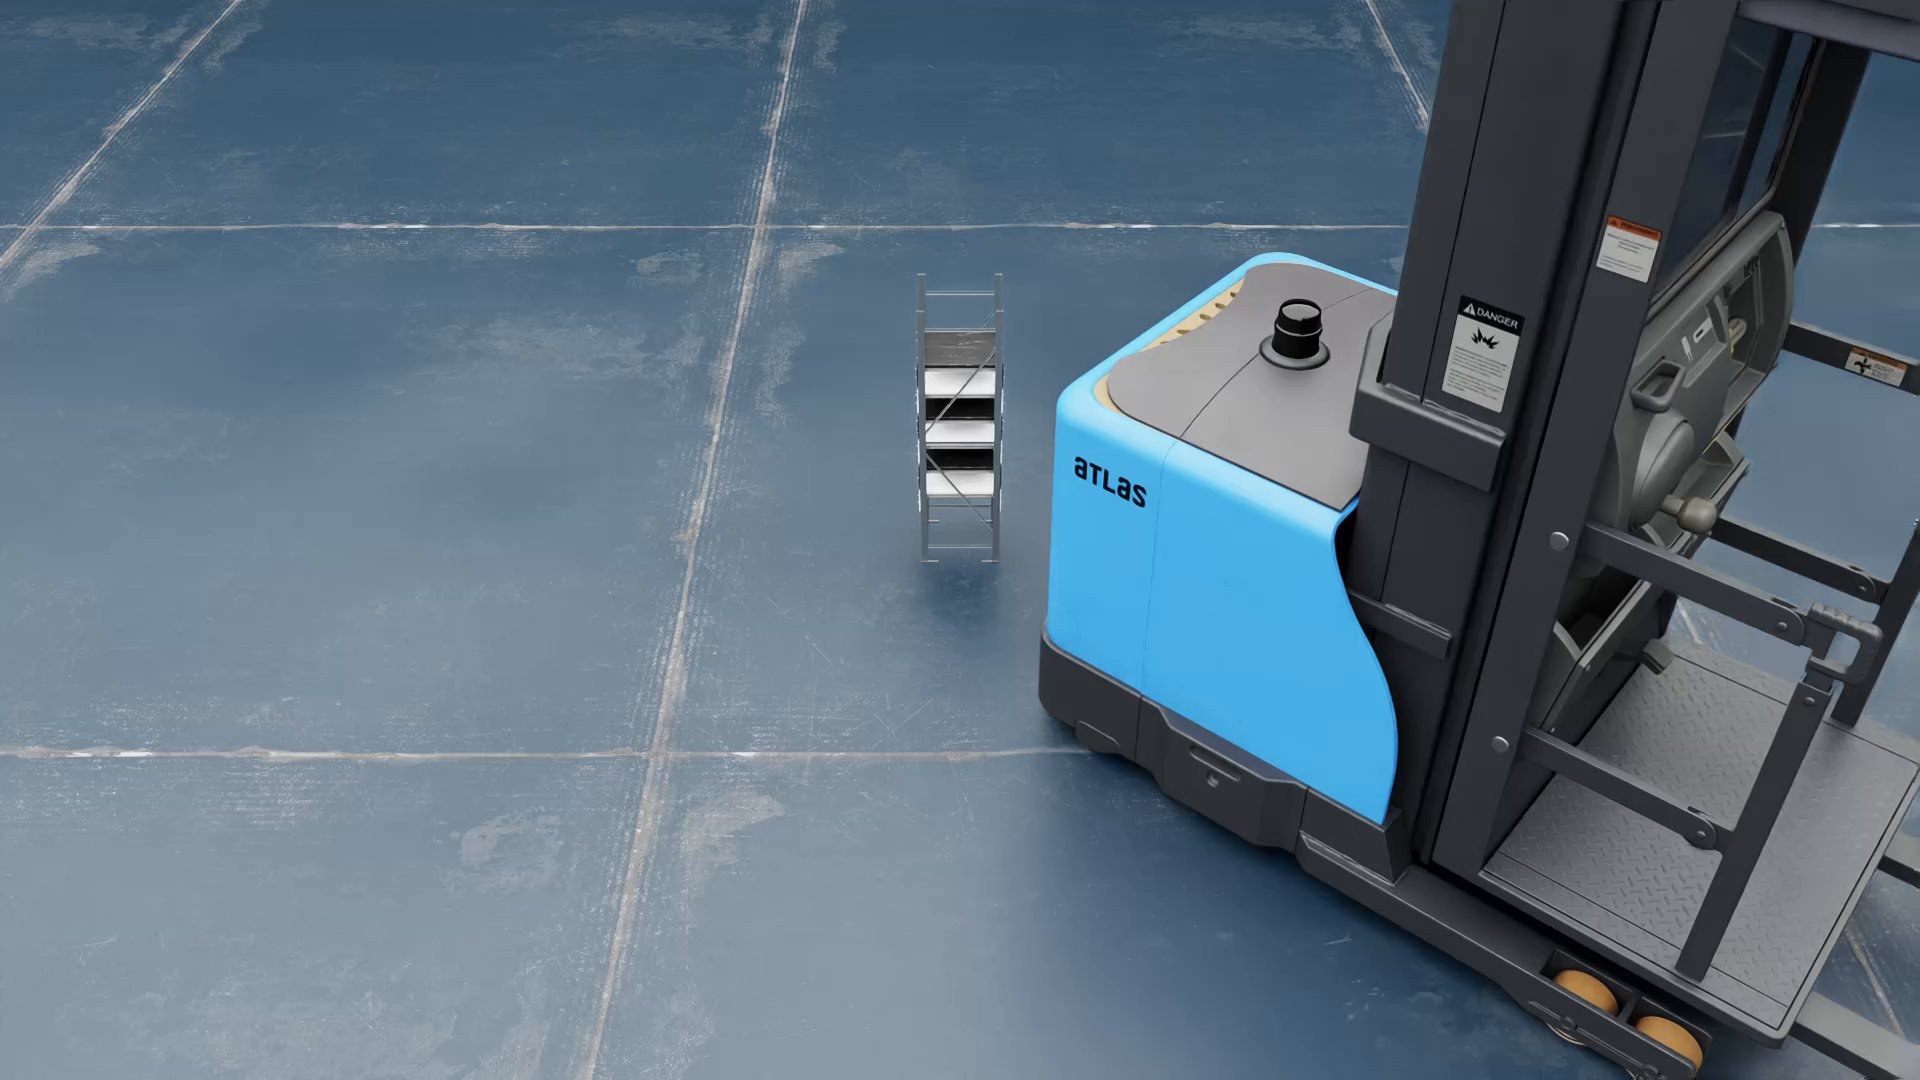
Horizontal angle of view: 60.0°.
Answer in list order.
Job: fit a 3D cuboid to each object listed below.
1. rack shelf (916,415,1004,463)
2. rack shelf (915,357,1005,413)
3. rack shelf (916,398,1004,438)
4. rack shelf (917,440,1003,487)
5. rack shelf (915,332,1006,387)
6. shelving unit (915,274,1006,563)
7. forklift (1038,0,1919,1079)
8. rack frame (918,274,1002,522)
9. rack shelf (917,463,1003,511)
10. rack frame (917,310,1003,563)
[{"bbox_3d":[0.000,-0.320,4.983,0.258,0.077,0.200,0,39,0],"label":"rack shelf"},{"bbox_3d":[0.000,-0.461,4.871,0.258,0.077,0.200,0,39,0],"label":"rack shelf"},{"bbox_3d":[0.000,-0.390,4.927,0.258,0.077,0.200,0,39,0],"label":"rack shelf"},{"bbox_3d":[0.000,-0.250,5.039,0.258,0.077,0.200,0,39,0],"label":"rack shelf"},{"bbox_3d":[0.000,-0.531,4.814,0.258,0.077,0.200,0,39,0],"label":"rack shelf"},{"bbox_3d":[0.000,-0.346,4.962,0.258,0.900,0.210,0,39,0],"label":"shelving unit"},{"bbox_3d":[1.667,-0.289,3.267,3.031,2.935,1.130,28,46,30],"label":"forklift"},{"bbox_3d":[0.000,-0.410,5.042,0.240,0.900,0.006,0,39,0],"label":"rack frame"},{"bbox_3d":[0.000,-0.180,5.096,0.258,0.077,0.200,0,39,0],"label":"rack shelf"},{"bbox_3d":[0.000,-0.282,4.883,0.240,0.900,0.006,0,39,0],"label":"rack frame"}]
